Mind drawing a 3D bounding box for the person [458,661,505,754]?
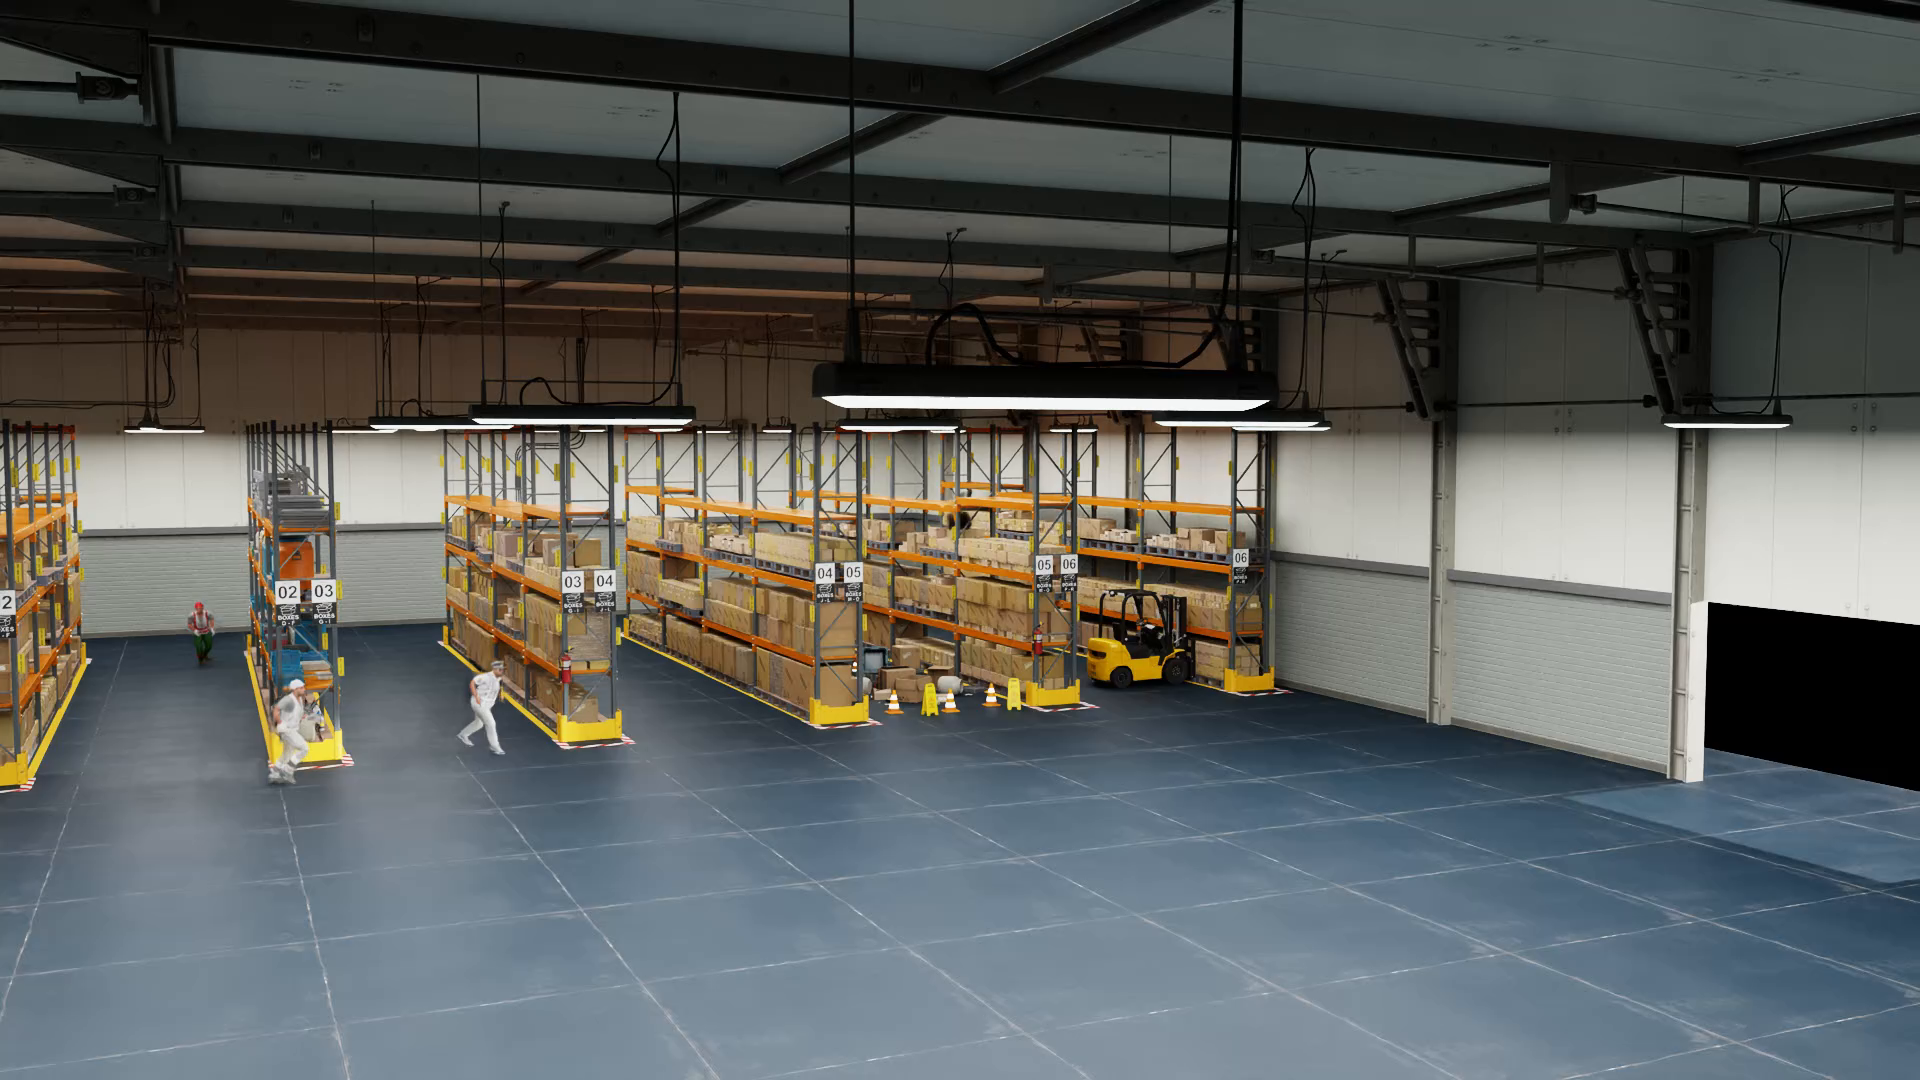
[{"bbox_3d":[-8.702,3.031,30.125,1.021,1.725,0.706,1,4,22],"label":"person"}]

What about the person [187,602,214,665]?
[{"bbox_3d":[-18.915,2.321,41.434,0.640,1.613,0.856,-2,4,-35],"label":"person"}]

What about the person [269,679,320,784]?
[{"bbox_3d":[-11.002,3.118,27.355,0.805,1.652,0.687,0,4,-4],"label":"person"}]
